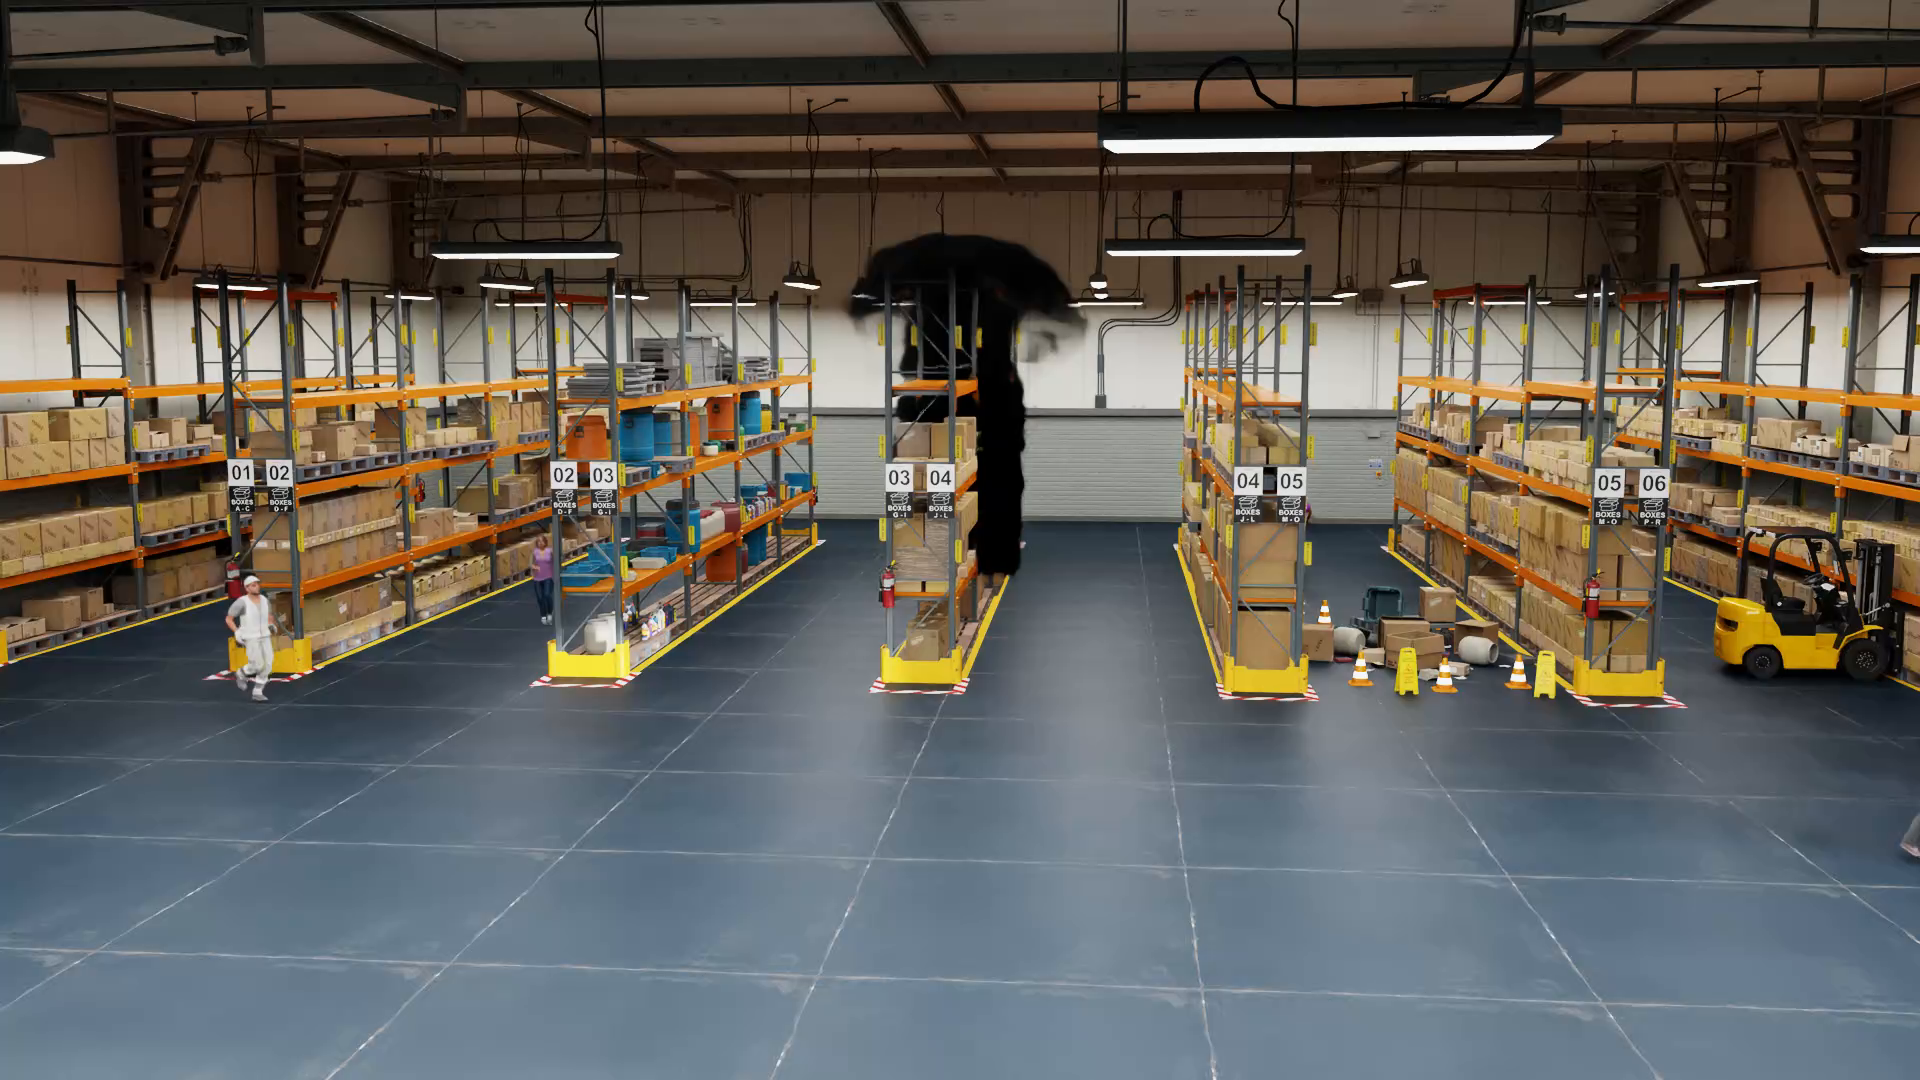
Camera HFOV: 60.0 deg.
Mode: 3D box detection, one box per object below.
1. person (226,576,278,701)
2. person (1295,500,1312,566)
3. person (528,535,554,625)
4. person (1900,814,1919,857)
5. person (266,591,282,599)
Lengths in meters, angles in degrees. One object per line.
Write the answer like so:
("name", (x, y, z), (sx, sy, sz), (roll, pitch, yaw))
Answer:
("person", (-9.748, 1.357, 22.991), (0.601, 1.739, 0.660), (5, 8, 34))
("person", (7.311, -0.262, 36.335), (0.698, 1.846, 0.671), (1, 7, 7))
("person", (-7.241, 0.697, 28.932), (0.510, 1.578, 0.644), (-1, 7, -6))
("person", (9.387, 2.293, 15.785), (0.557, 1.697, 0.729), (-5, 8, -35))
("person", (-11.787, 0.637, 28.641), (0.712, 1.776, 1.037), (0, 7, 2))
